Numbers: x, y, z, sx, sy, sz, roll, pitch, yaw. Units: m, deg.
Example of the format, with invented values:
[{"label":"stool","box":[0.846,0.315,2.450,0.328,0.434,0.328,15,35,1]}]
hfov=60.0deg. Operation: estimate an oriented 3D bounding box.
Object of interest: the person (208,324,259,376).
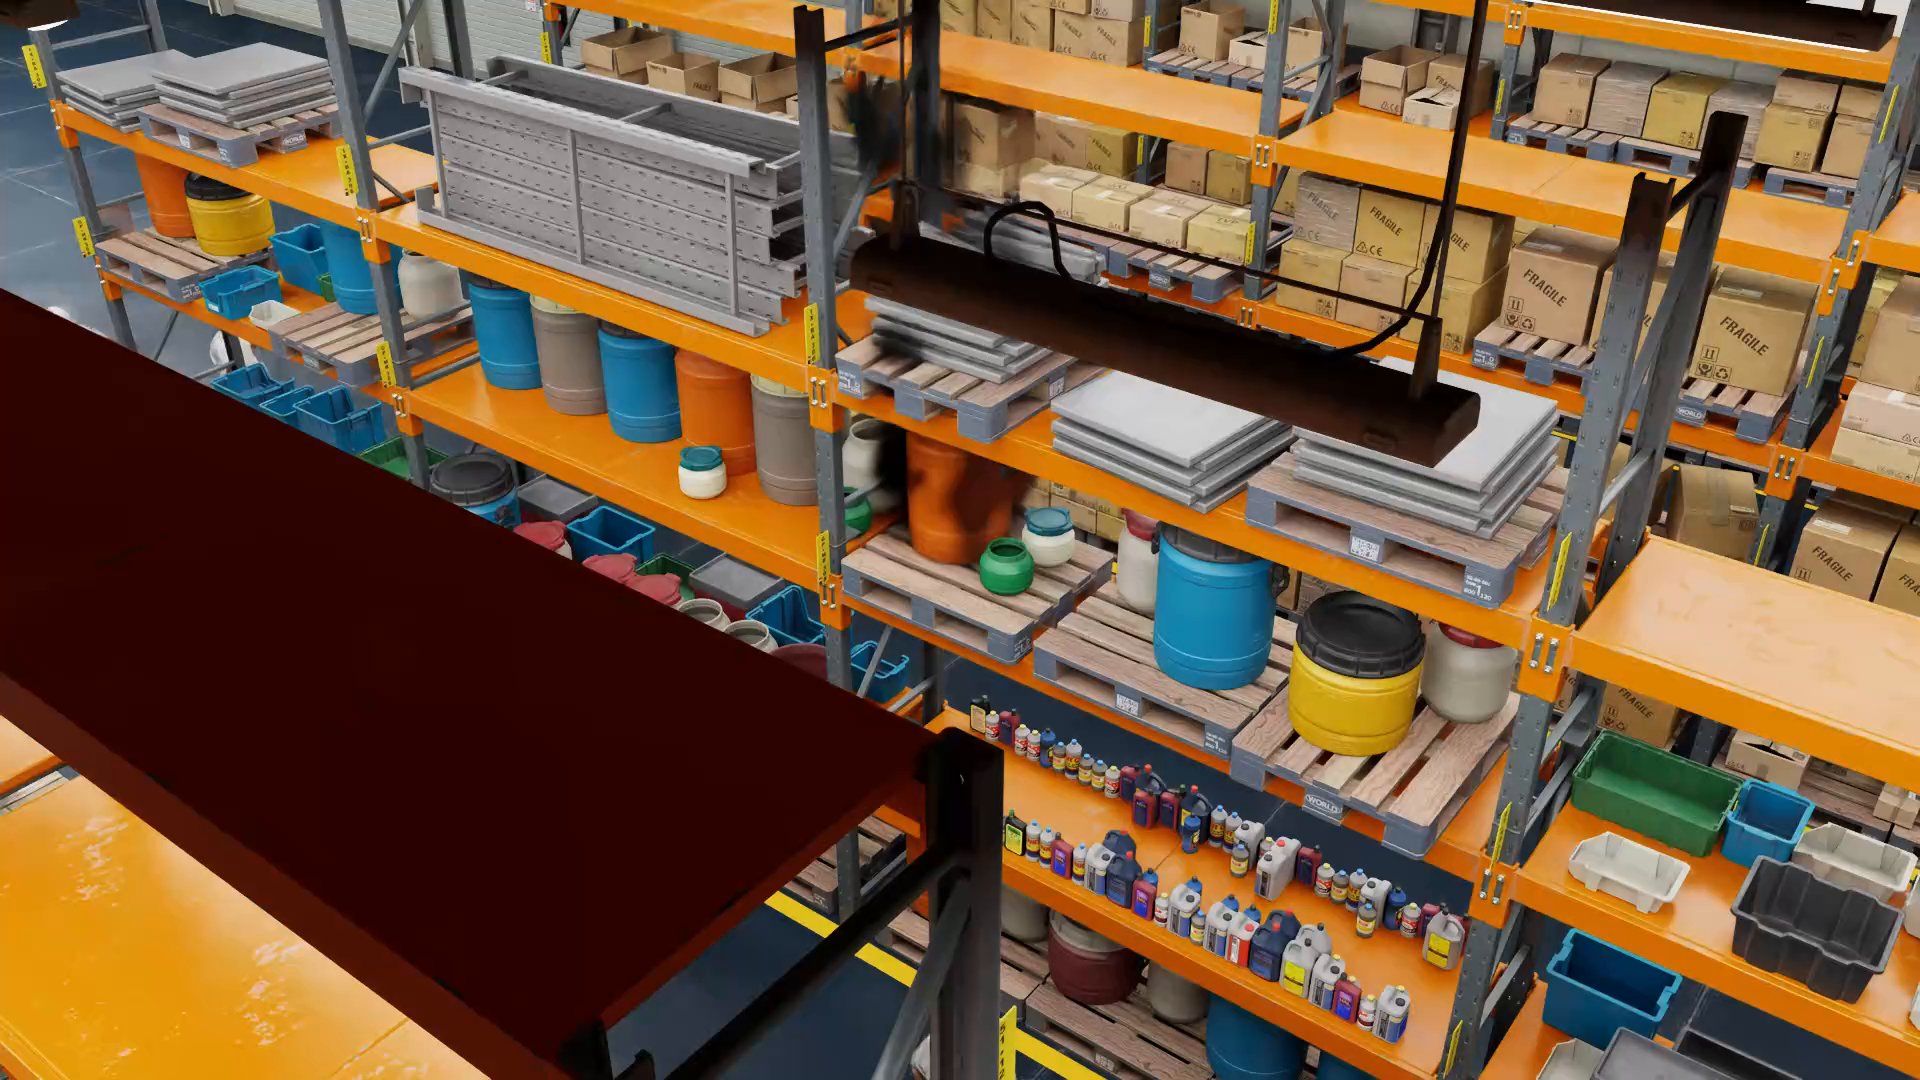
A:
[{"label":"person","box":[-7.044,-1.576,16.253,0.537,1.705,0.758,4,32,7]}]

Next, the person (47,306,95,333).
[{"label":"person","box":[-8.314,-1.364,15.802,0.730,1.843,0.707,-8,32,-13]}]

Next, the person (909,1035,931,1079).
[{"label":"person","box":[-0.151,3.051,8.151,0.663,1.755,0.579,14,34,22]}]
